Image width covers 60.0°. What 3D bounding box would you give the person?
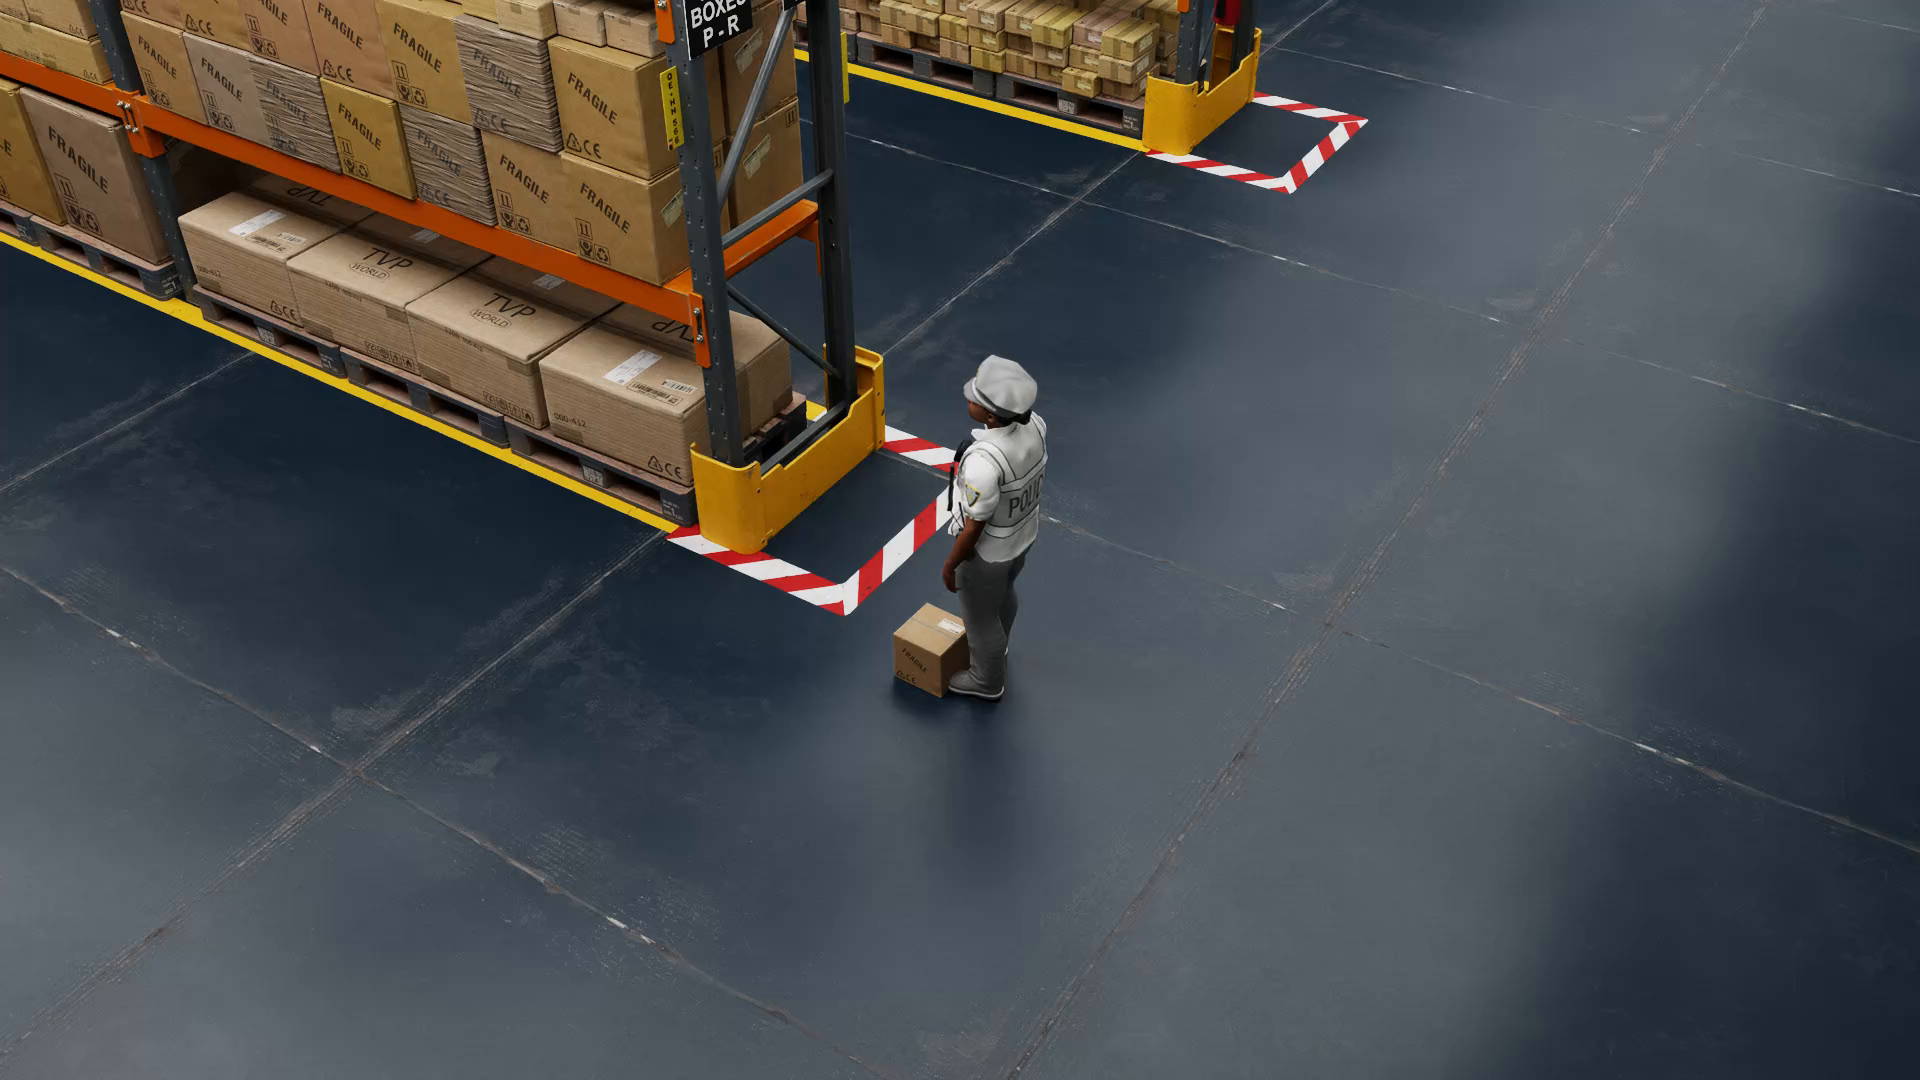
[{"bbox_3d":[0.077,-0.043,6.691,0.528,1.696,0.569,22,43,25],"label":"person"}]
